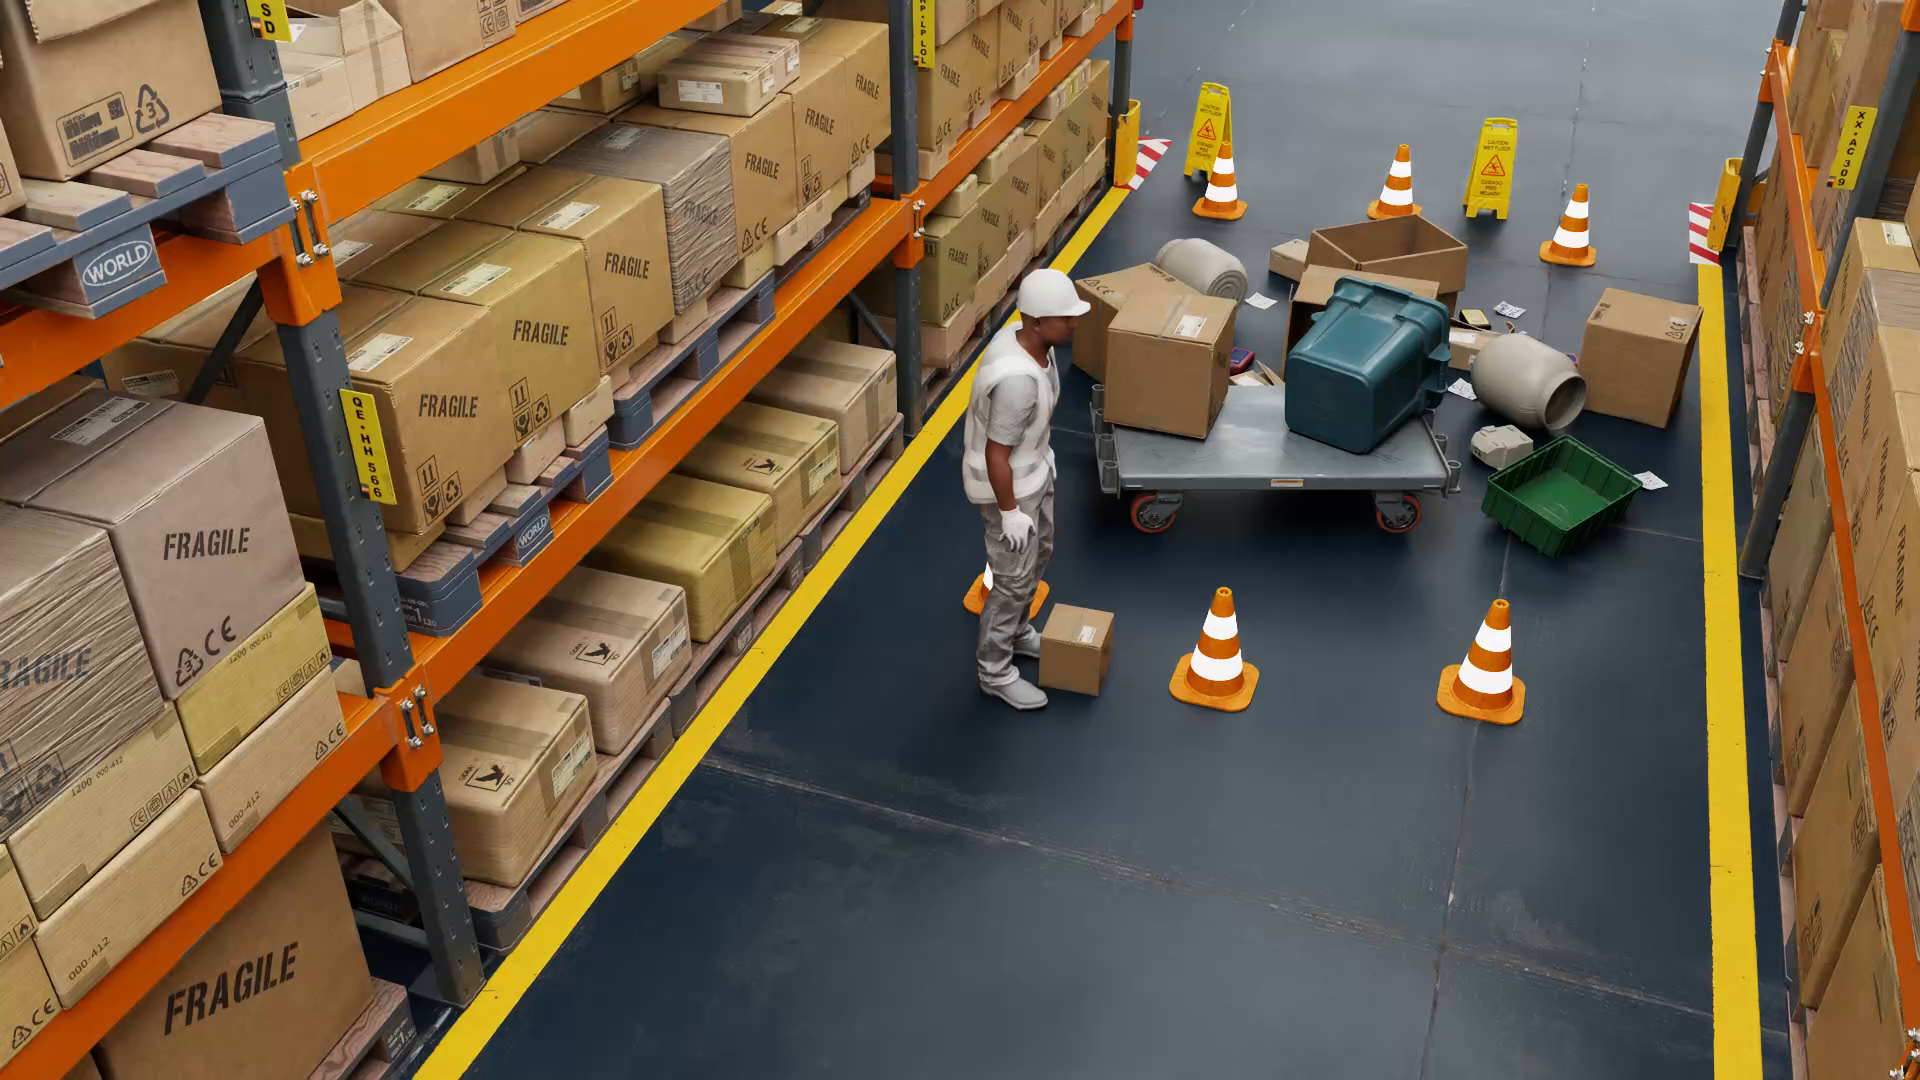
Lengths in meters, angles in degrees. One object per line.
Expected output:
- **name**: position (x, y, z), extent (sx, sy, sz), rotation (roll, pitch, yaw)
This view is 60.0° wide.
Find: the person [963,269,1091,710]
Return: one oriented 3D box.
- **person**: position (0.248, -0.219, 6.468), extent (0.450, 1.774, 0.627), rotation (8, 34, 13)
